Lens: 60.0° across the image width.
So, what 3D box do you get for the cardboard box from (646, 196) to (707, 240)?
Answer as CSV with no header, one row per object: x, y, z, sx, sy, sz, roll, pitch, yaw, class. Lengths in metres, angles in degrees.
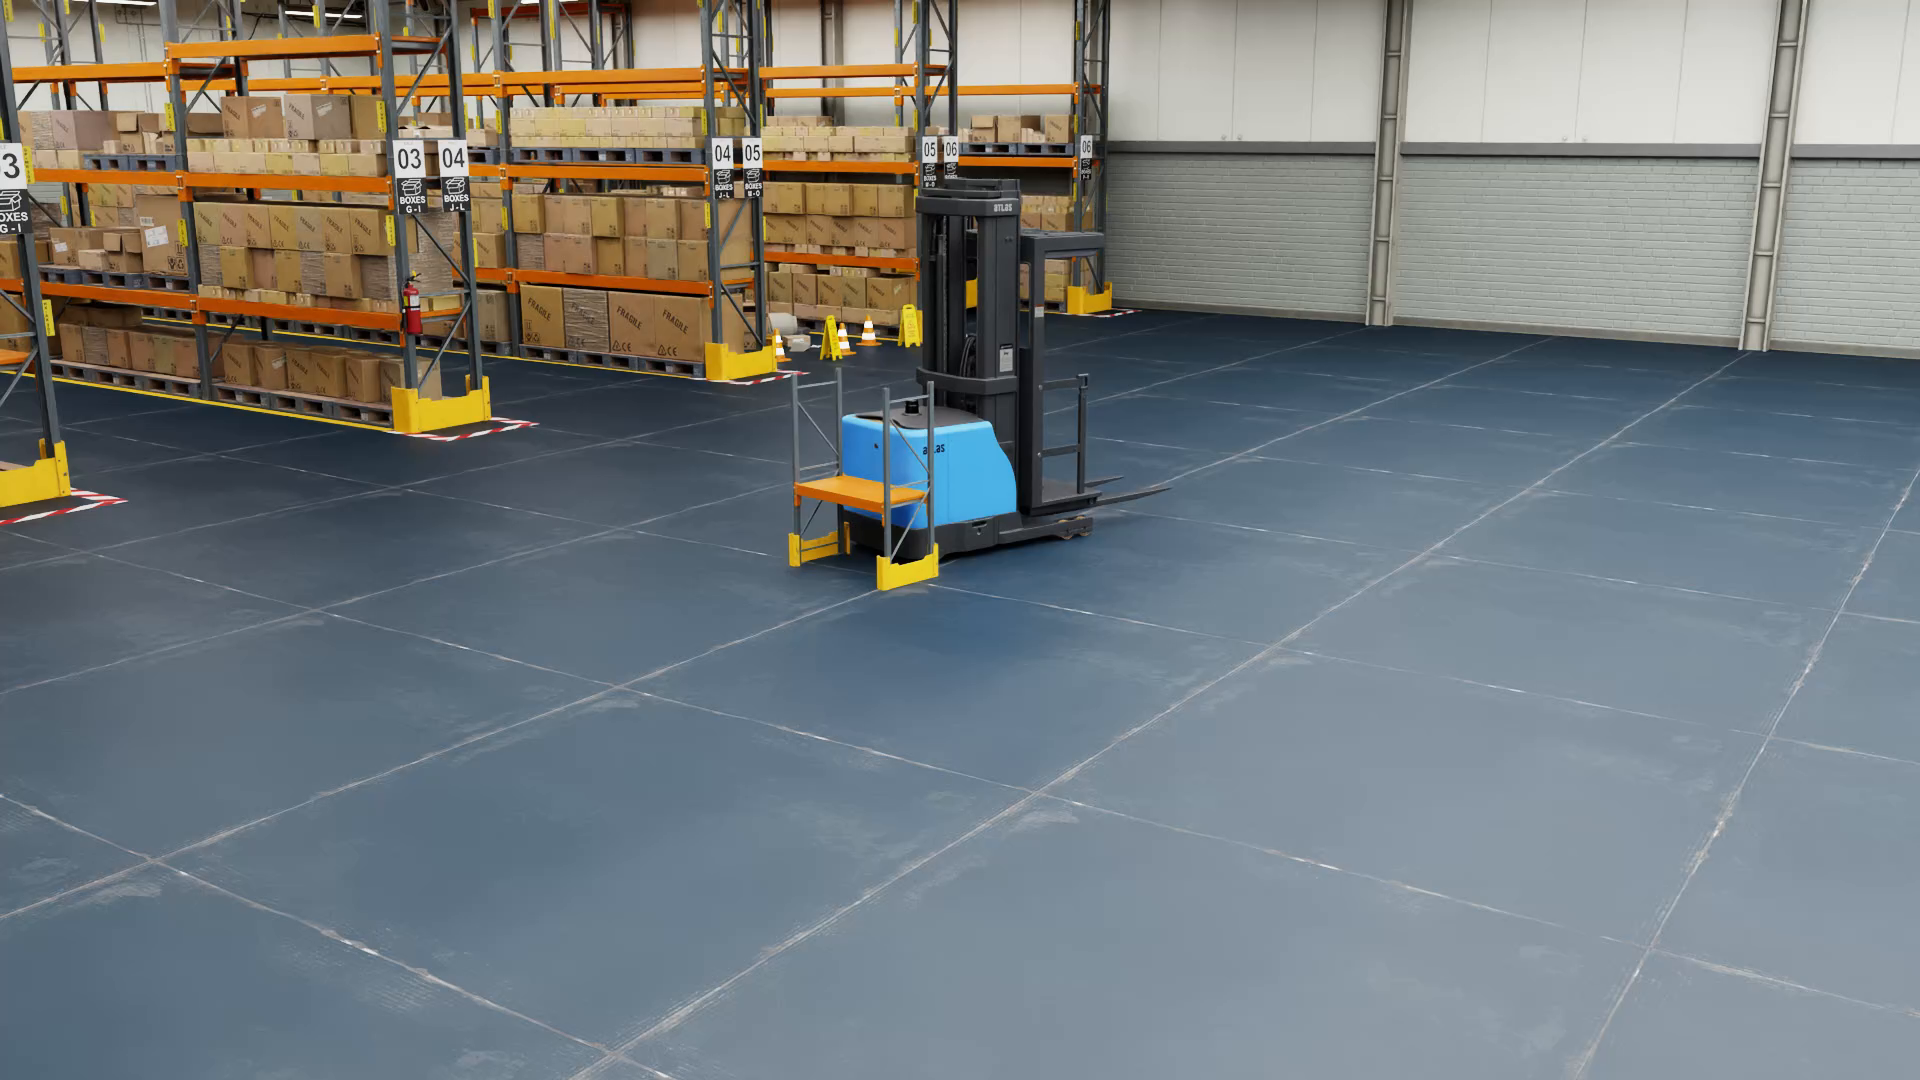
-3.837,-4.460,23.037,0.550,0.550,0.875,9,17,33,cardboard box

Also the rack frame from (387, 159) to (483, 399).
-5.895,-2.774,18.788,0.127,3.000,1.000,9,17,33,rack frame

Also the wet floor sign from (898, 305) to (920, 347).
-0.804,-3.369,26.088,0.267,0.644,0.232,-10,17,-35,wet floor sign

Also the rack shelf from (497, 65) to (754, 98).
-4.702,-6.387,23.226,4.000,0.370,1.077,9,17,33,rack shelf

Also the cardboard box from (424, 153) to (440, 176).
-6.150,-4.274,18.915,0.500,0.250,0.500,10,17,34,cardboard box

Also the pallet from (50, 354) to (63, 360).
-13.145,-2.614,23.945,1.213,0.211,1.003,9,17,33,pallet

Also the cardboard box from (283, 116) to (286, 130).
-11.240,-6.870,27.288,0.258,0.266,0.396,9,17,33,cardboard box

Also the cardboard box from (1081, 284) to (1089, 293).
2.105,-4.714,31.474,0.500,0.250,0.500,9,17,33,cardboard box

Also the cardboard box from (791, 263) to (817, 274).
-2.622,-4.569,27.975,0.250,0.149,0.380,10,17,36,cardboard box

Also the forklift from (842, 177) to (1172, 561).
0.496,-1.516,13.848,3.031,2.935,1.130,-11,17,-37,forklift

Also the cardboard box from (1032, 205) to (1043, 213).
1.549,-6.170,30.947,0.250,0.149,0.380,10,17,34,cardboard box

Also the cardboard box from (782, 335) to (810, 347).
-2.578,-3.139,26.195,0.380,0.149,0.250,-7,15,-25,cardboard box

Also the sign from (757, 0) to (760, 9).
-2.728,-7.302,22.320,0.005,0.325,0.100,9,17,33,sign

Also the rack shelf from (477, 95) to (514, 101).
-9.214,-10.179,37.721,4.000,0.370,1.077,9,17,33,rack shelf

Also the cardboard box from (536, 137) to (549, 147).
-5.827,-5.688,23.757,0.250,0.149,0.380,9,17,33,cardboard box

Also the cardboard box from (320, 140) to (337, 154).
-6.960,-4.428,18.709,0.250,0.149,0.380,9,17,33,cardboard box

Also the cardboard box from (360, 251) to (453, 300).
-6.336,-3.046,19.060,0.500,0.500,0.875,9,17,33,cardboard box

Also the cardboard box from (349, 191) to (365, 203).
-12.123,-7.107,34.000,0.500,0.500,0.500,9,17,33,cardboard box

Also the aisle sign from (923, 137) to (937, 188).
-0.474,-5.946,26.191,0.004,0.787,0.394,9,17,33,aisle sign

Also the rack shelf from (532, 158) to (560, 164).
-8.662,-7.198,31.914,4.000,0.370,1.077,9,17,33,rack shelf

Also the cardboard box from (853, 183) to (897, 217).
-1.326,-5.523,26.983,0.500,0.500,0.700,9,17,33,cardboard box

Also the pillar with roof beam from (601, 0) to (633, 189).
-10.032,-9.677,34.186,0.548,9.000,9.100,9,17,33,pillar with roof beam

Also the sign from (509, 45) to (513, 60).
-10.547,-11.437,39.022,0.005,0.325,0.100,9,17,33,sign

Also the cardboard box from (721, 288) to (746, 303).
-4.120,-4.285,29.485,0.625,0.372,0.950,9,17,34,cardboard box

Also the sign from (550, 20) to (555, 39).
-7.309,-9.154,29.803,0.005,0.325,0.100,9,17,33,sign

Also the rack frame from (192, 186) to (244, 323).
-13.000,-5.359,29.229,0.127,3.000,1.000,9,17,33,rack frame

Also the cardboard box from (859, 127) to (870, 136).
-1.406,-6.575,26.763,0.250,0.149,0.380,9,17,33,cardboard box

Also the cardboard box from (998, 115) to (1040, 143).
1.106,-7.665,31.014,0.500,0.500,0.700,9,17,33,cardboard box

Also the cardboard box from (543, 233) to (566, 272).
-5.580,-4.243,24.407,0.550,0.550,0.875,9,17,33,cardboard box

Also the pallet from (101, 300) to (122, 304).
-15.602,-4.416,31.222,1.213,0.211,1.003,9,17,33,pallet

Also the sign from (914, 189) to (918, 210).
-0.690,-5.358,26.157,0.005,0.325,0.100,9,17,33,sign

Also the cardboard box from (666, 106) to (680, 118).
-3.718,-5.735,22.285,0.250,0.149,0.380,9,17,33,cardboard box

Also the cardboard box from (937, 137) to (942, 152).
-0.633,-6.398,26.879,0.500,0.250,0.500,9,16,32,cardboard box

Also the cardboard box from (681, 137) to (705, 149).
-3.508,-5.313,22.243,0.250,0.149,0.380,9,17,33,cardboard box

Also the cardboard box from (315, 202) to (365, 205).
-7.444,-3.782,19.950,0.500,0.500,0.500,9,17,33,cardboard box

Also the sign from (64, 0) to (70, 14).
-12.238,-7.361,22.722,0.005,0.325,0.100,9,17,33,sign

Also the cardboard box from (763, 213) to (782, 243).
-3.044,-5.302,28.173,0.500,0.500,0.500,9,17,33,cardboard box

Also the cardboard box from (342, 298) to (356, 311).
-6.889,-2.743,19.184,0.250,0.149,0.380,9,17,33,cardboard box

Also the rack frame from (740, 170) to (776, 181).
-4.235,-6.813,35.104,0.127,3.000,1.000,9,17,33,rack frame

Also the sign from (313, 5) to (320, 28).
-9.976,-8.117,25.777,0.005,0.325,0.100,9,17,33,sign

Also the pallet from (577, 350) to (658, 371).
-4.758,-2.652,24.095,1.213,0.211,1.003,9,17,33,pallet

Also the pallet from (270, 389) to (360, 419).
-7.620,-1.711,20.295,1.213,0.211,1.003,9,17,33,pallet

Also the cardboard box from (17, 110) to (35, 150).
-12.287,-5.480,22.228,0.500,0.500,0.500,9,17,33,cardboard box

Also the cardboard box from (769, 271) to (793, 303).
-2.893,-4.317,28.309,0.500,0.500,0.500,10,17,35,cardboard box

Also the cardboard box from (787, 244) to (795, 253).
-2.700,-4.936,28.043,0.250,0.149,0.380,9,17,33,cardboard box

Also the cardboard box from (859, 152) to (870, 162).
-1.415,-6.193,26.879,0.250,0.149,0.380,9,17,33,cardboard box

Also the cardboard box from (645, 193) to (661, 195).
-5.615,-6.080,30.440,0.500,0.500,0.500,8,16,29,cardboard box

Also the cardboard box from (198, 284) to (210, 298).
-9.203,-3.100,20.627,0.250,0.149,0.380,9,17,33,cardboard box

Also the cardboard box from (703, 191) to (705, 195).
-5.693,-7.249,35.777,0.637,0.503,0.797,9,16,32,cardboard box

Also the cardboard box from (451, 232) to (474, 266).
-7.363,-4.419,25.224,0.500,0.500,0.500,9,17,32,cardboard box

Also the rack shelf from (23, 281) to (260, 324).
-10.873,-3.230,22.125,4.000,0.370,1.077,9,17,33,rack shelf

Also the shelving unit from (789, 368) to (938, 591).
-0.751,-0.492,12.691,1.083,1.500,0.587,13,19,42,shelving unit

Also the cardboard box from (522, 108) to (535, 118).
-6.037,-6.109,23.798,0.250,0.149,0.380,9,17,32,cardboard box

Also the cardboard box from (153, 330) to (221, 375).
-10.097,-2.465,21.826,0.500,0.500,0.700,9,17,32,cardboard box

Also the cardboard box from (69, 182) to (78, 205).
-16.095,-6.461,30.771,0.500,0.500,0.500,9,17,32,cardboard box
